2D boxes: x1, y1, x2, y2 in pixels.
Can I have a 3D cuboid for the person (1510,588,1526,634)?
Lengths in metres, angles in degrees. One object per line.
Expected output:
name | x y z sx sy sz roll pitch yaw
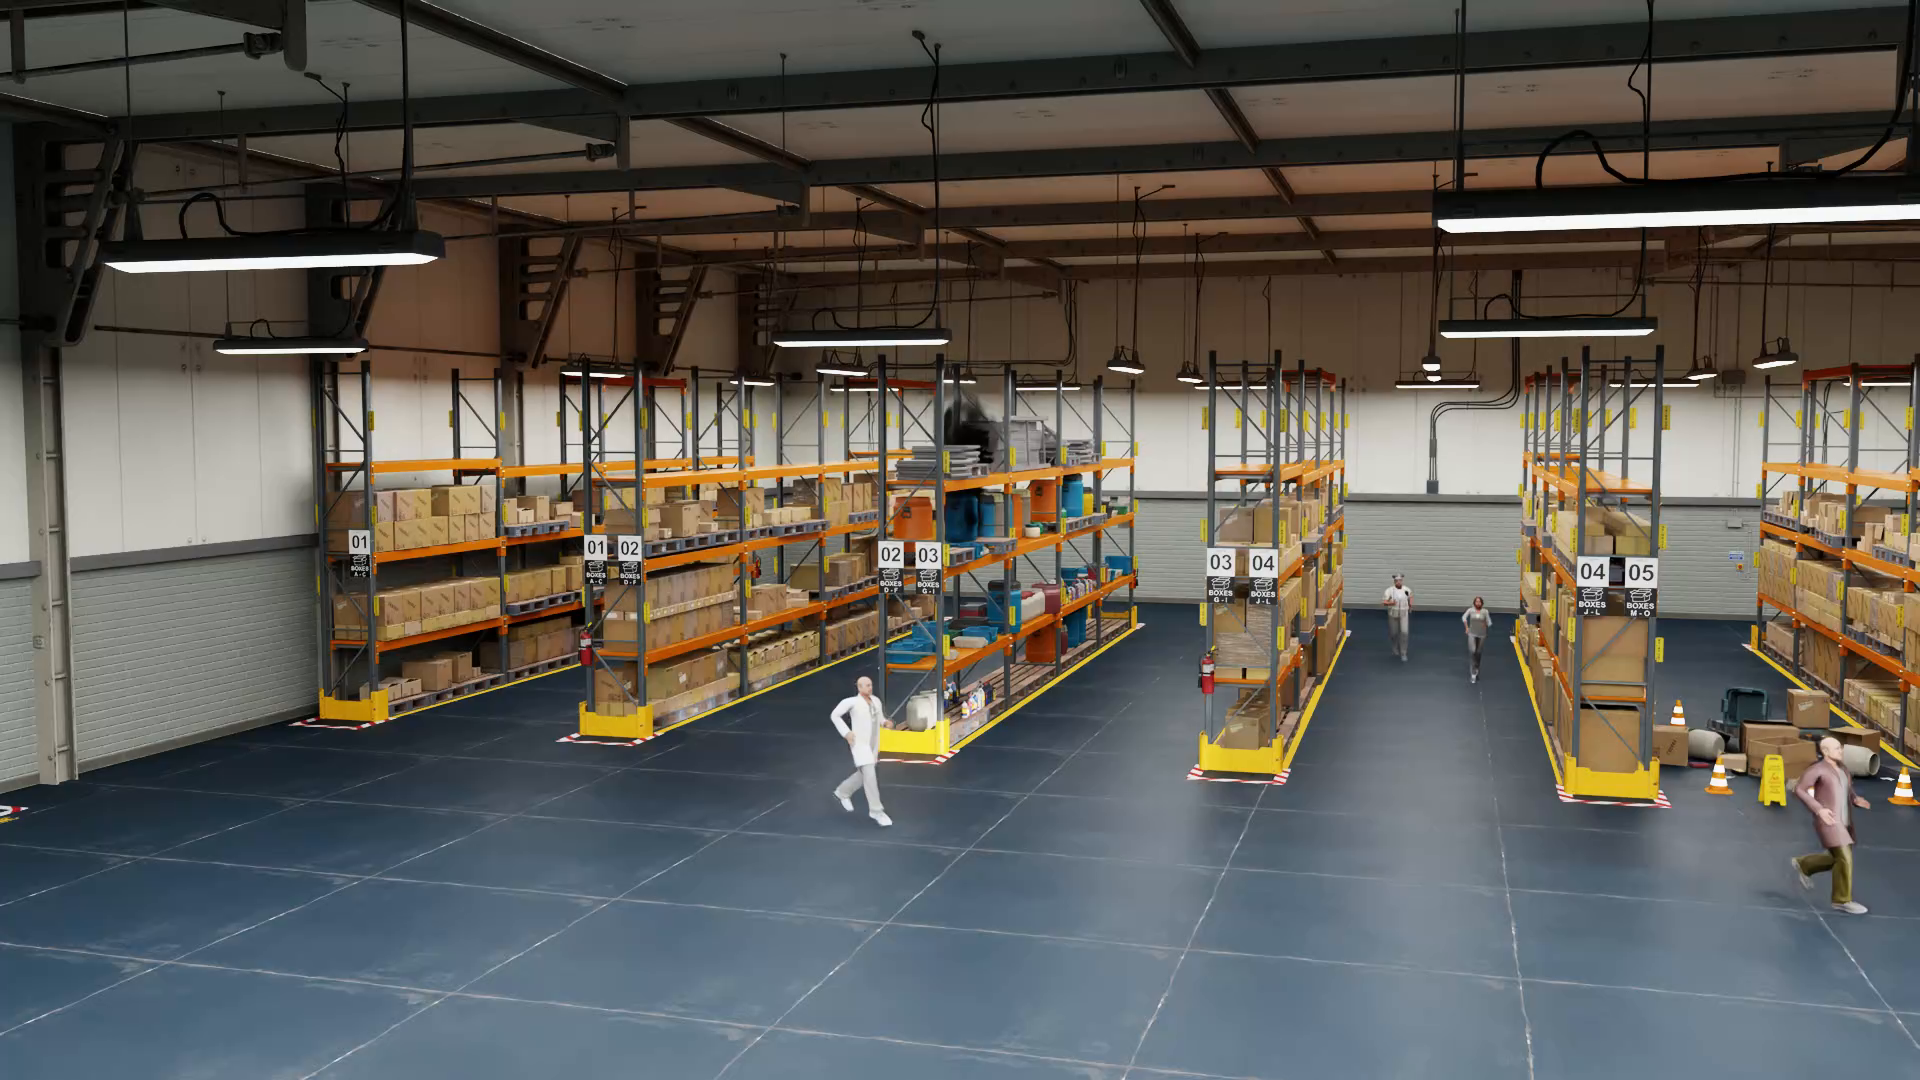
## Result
person | 13.401 1.407 38.989 0.920 1.653 0.611 1 4 17

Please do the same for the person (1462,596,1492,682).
person | 10.015 1.898 32.210 0.528 1.640 0.768 1 4 11

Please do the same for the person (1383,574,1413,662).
person | 9.225 1.617 35.028 0.649 1.840 0.862 1 4 10

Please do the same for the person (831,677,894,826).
person | -1.211 2.610 20.868 1.040 1.805 0.703 3 5 38

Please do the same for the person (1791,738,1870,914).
person | 8.952 2.903 17.134 0.719 1.739 0.897 -2 5 -29
